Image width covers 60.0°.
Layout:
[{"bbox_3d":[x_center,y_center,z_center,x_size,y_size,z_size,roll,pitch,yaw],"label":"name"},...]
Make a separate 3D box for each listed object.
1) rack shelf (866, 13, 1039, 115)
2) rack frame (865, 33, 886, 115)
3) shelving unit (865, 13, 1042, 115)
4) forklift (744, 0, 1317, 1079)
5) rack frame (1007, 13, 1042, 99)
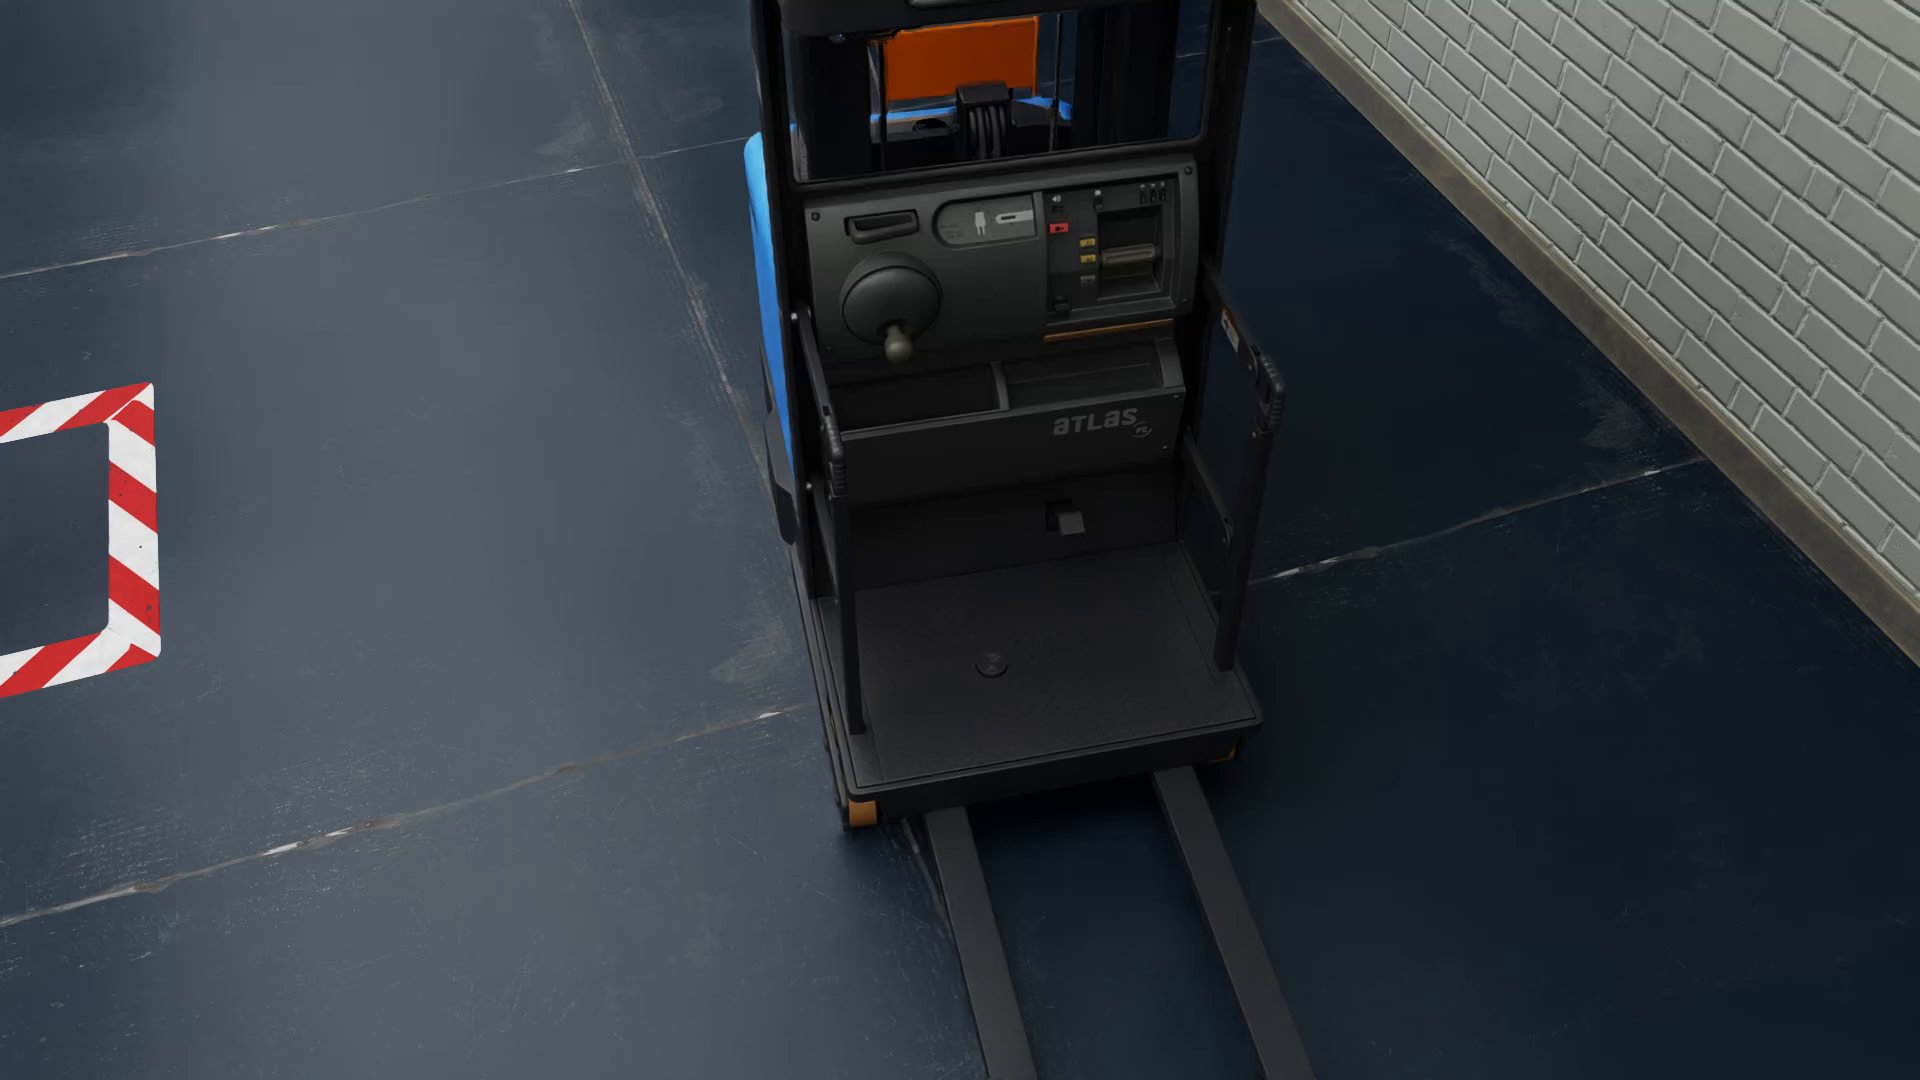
[{"bbox_3d":[-0.037,-1.521,5.296,0.480,0.518,0.431,-8,45,-8],"label":"rack shelf"},{"bbox_3d":[-0.276,-1.496,5.252,0.015,2.100,0.400,-8,45,-8],"label":"rack frame"},{"bbox_3d":[-0.037,-1.530,5.287,0.503,2.100,0.431,-8,45,-8],"label":"shelving unit"},{"bbox_3d":[0.156,-0.561,3.740,1.130,2.935,3.031,-9,46,-9],"label":"forklift"},{"bbox_3d":[0.202,-1.565,5.321,0.015,2.100,0.400,-8,45,-8],"label":"rack frame"}]
